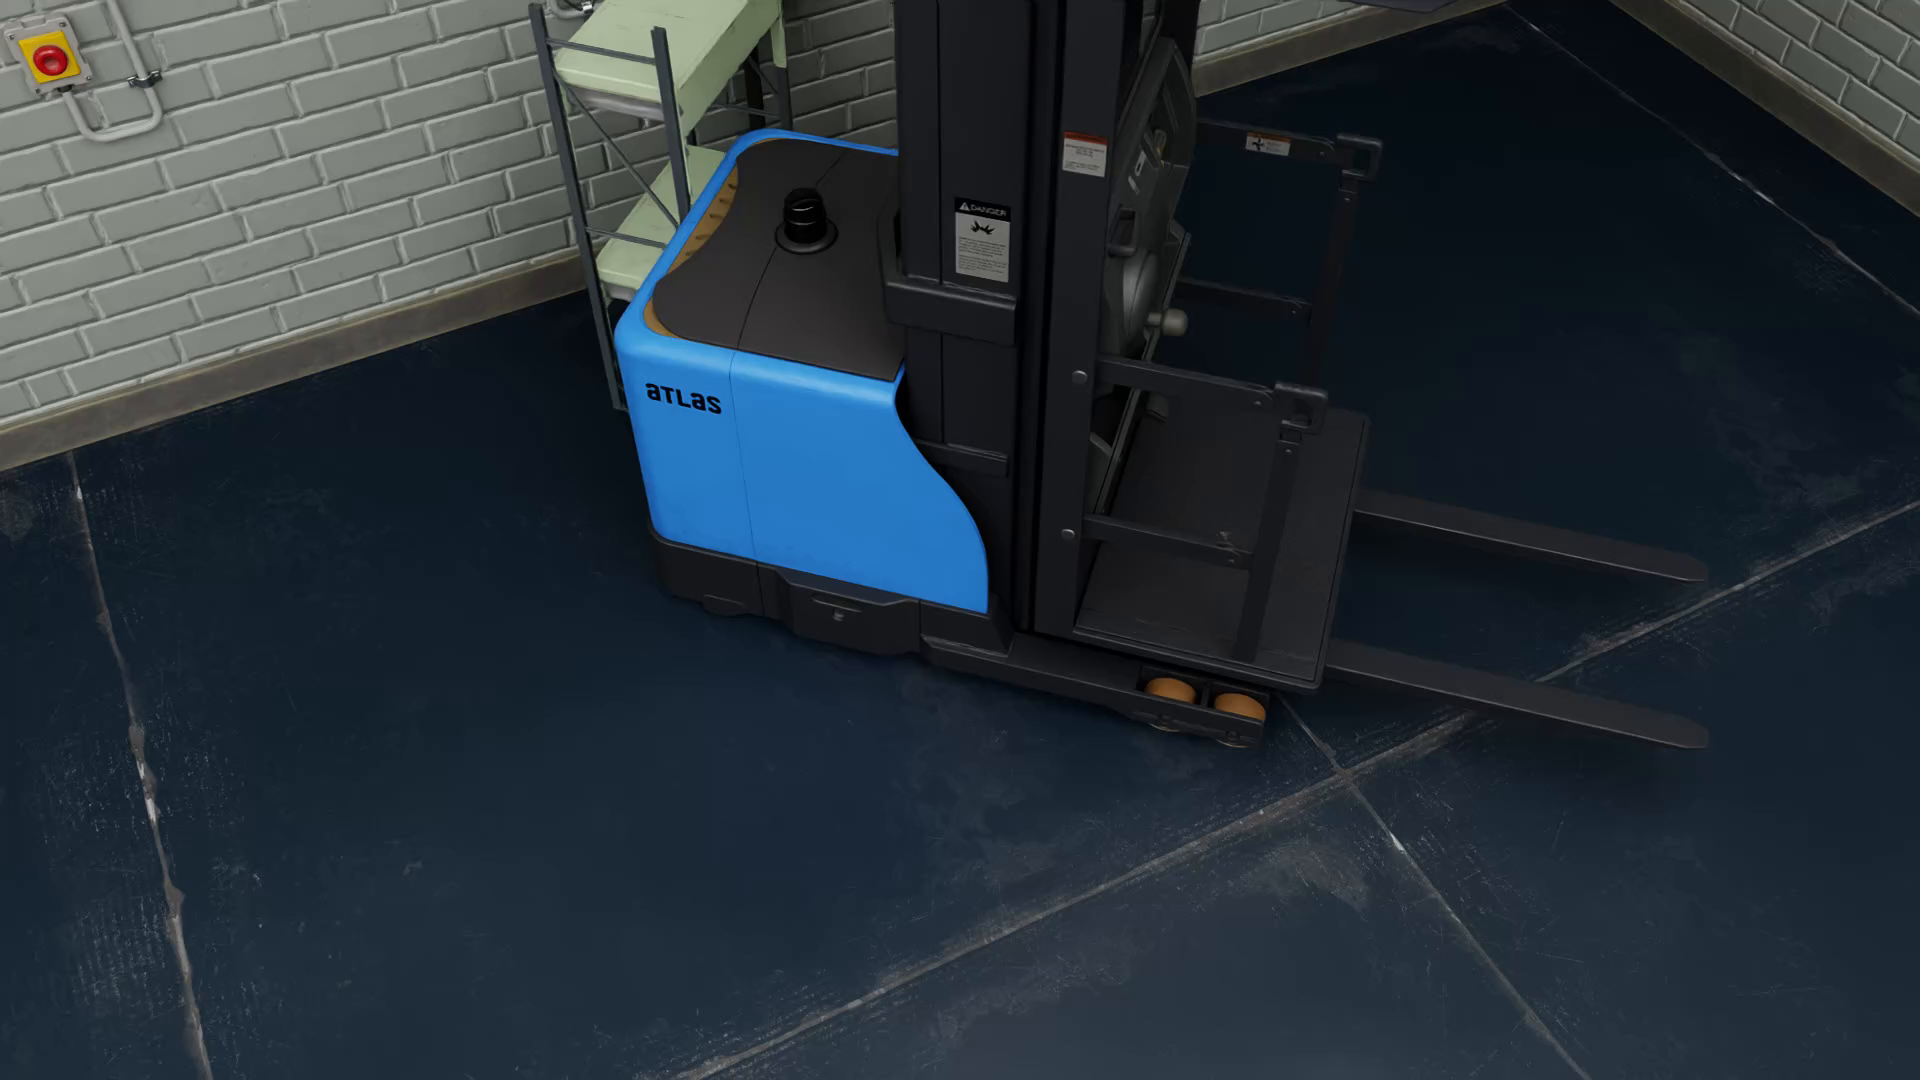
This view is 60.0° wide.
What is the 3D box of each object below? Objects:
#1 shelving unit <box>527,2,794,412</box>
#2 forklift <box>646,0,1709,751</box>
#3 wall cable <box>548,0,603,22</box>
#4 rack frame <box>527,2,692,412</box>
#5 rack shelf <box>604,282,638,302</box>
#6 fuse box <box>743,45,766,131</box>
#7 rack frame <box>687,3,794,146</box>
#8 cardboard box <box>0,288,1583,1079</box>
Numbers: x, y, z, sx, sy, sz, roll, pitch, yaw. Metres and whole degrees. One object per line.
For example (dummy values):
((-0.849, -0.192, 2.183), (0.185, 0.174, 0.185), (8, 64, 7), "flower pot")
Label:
((-0.857, -1.160, 5.238), (0.400, 1.500, 0.755), (14, 50, 12), "shelving unit")
((0.697, -0.779, 4.043), (2.937, 2.843, 1.107), (13, 50, 11), "forklift")
((-1.302, -2.241, 4.542), (0.588, 1.984, 0.122), (-21, 52, -18), "wall cable")
((-0.974, -0.900, 5.008), (0.400, 1.500, 0.023), (14, 50, 12), "rack frame")
((-0.857, -0.991, 5.428), (0.332, 0.071, 0.664), (14, 50, 12), "rack shelf")
((-0.623, -1.612, 5.523), (0.539, 1.711, 0.414), (-21, 52, -18), "fuse box")
((-0.740, -1.419, 5.468), (0.400, 1.500, 0.023), (14, 50, 12), "rack frame")
((0.162, 3.641, 1.036), (6.103, 1.550, 13.522), (-22, 52, -18), "cardboard box")
